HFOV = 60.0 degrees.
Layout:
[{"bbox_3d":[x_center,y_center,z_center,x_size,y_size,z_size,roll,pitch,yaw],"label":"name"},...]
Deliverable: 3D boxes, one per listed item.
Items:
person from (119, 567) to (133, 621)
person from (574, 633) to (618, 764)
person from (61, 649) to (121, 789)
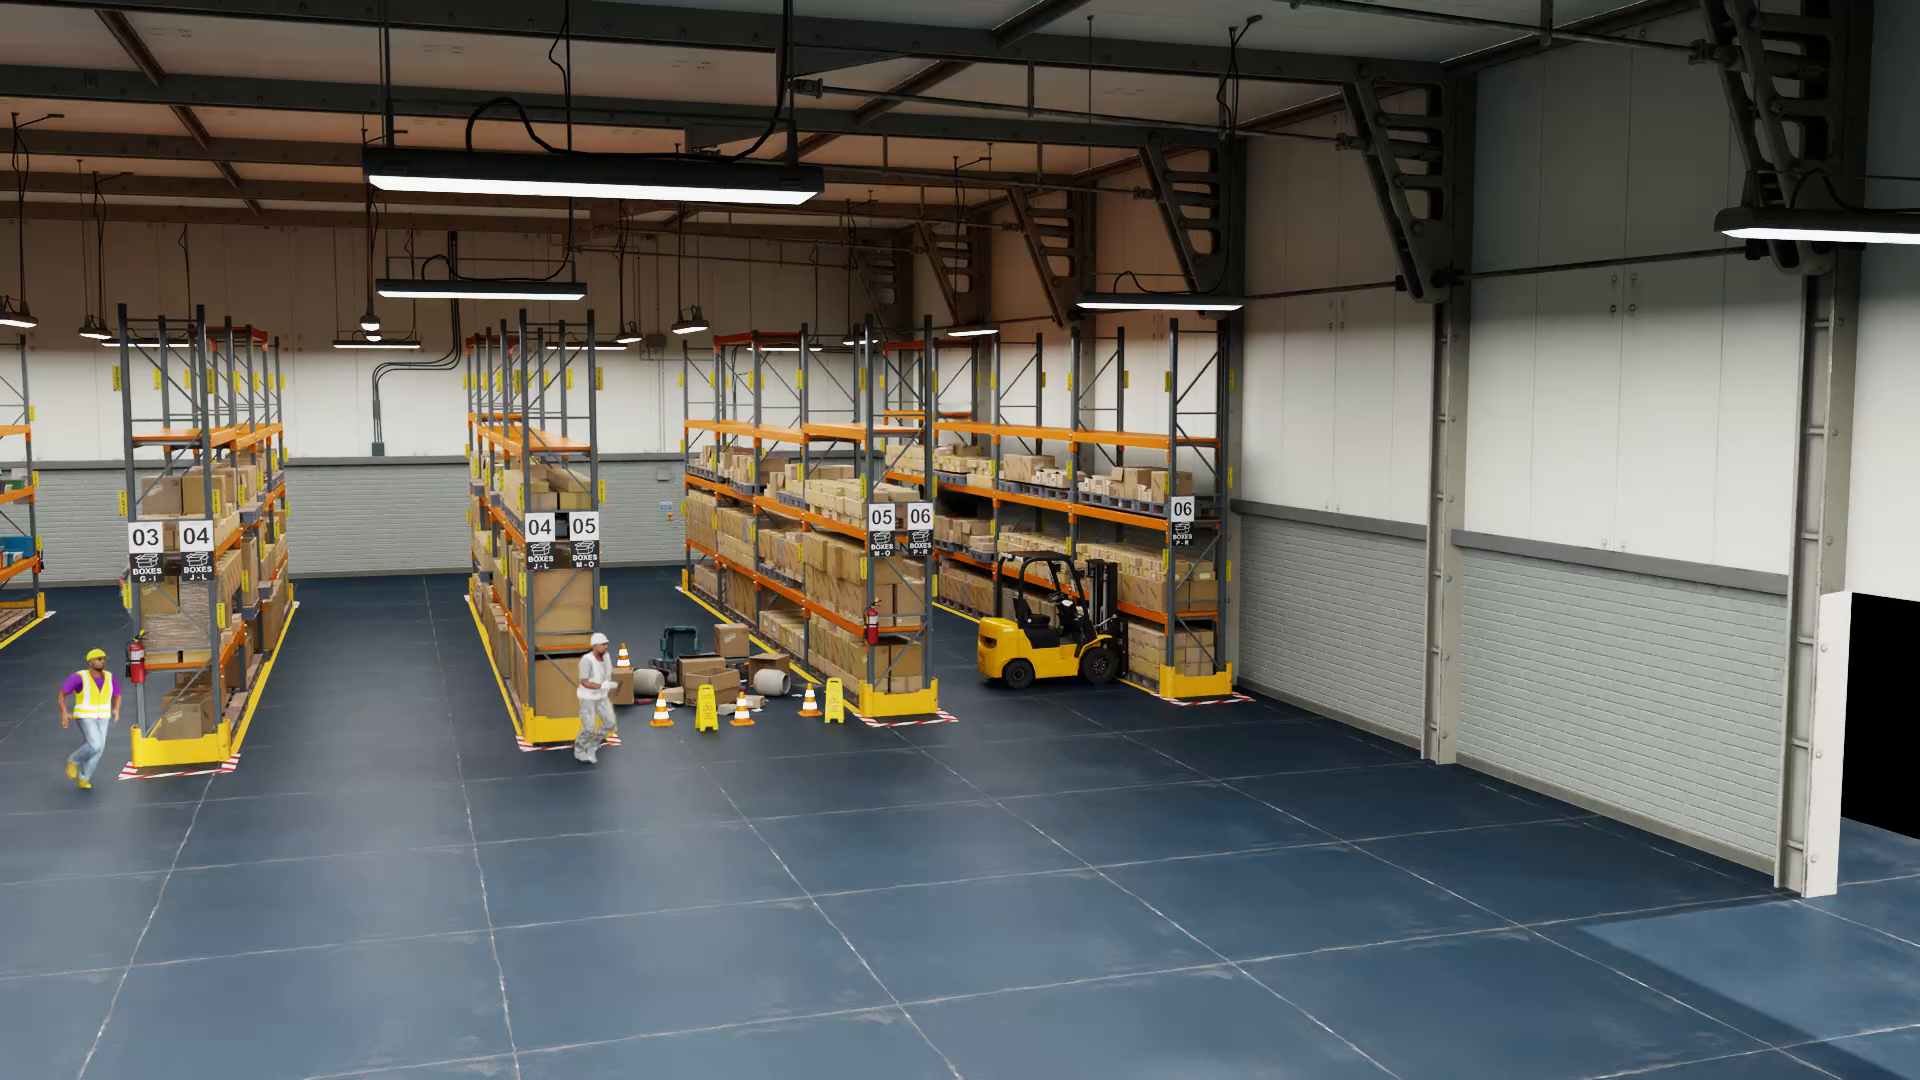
[{"bbox_3d":[-15.894,1.106,32.209,0.678,1.753,0.811,-2,6,-20],"label":"person"},{"bbox_3d":[-4.739,2.079,21.804,0.771,1.756,0.678,3,6,30],"label":"person"},{"bbox_3d":[-10.703,2.205,20.644,0.530,1.693,0.697,4,7,34],"label":"person"}]
